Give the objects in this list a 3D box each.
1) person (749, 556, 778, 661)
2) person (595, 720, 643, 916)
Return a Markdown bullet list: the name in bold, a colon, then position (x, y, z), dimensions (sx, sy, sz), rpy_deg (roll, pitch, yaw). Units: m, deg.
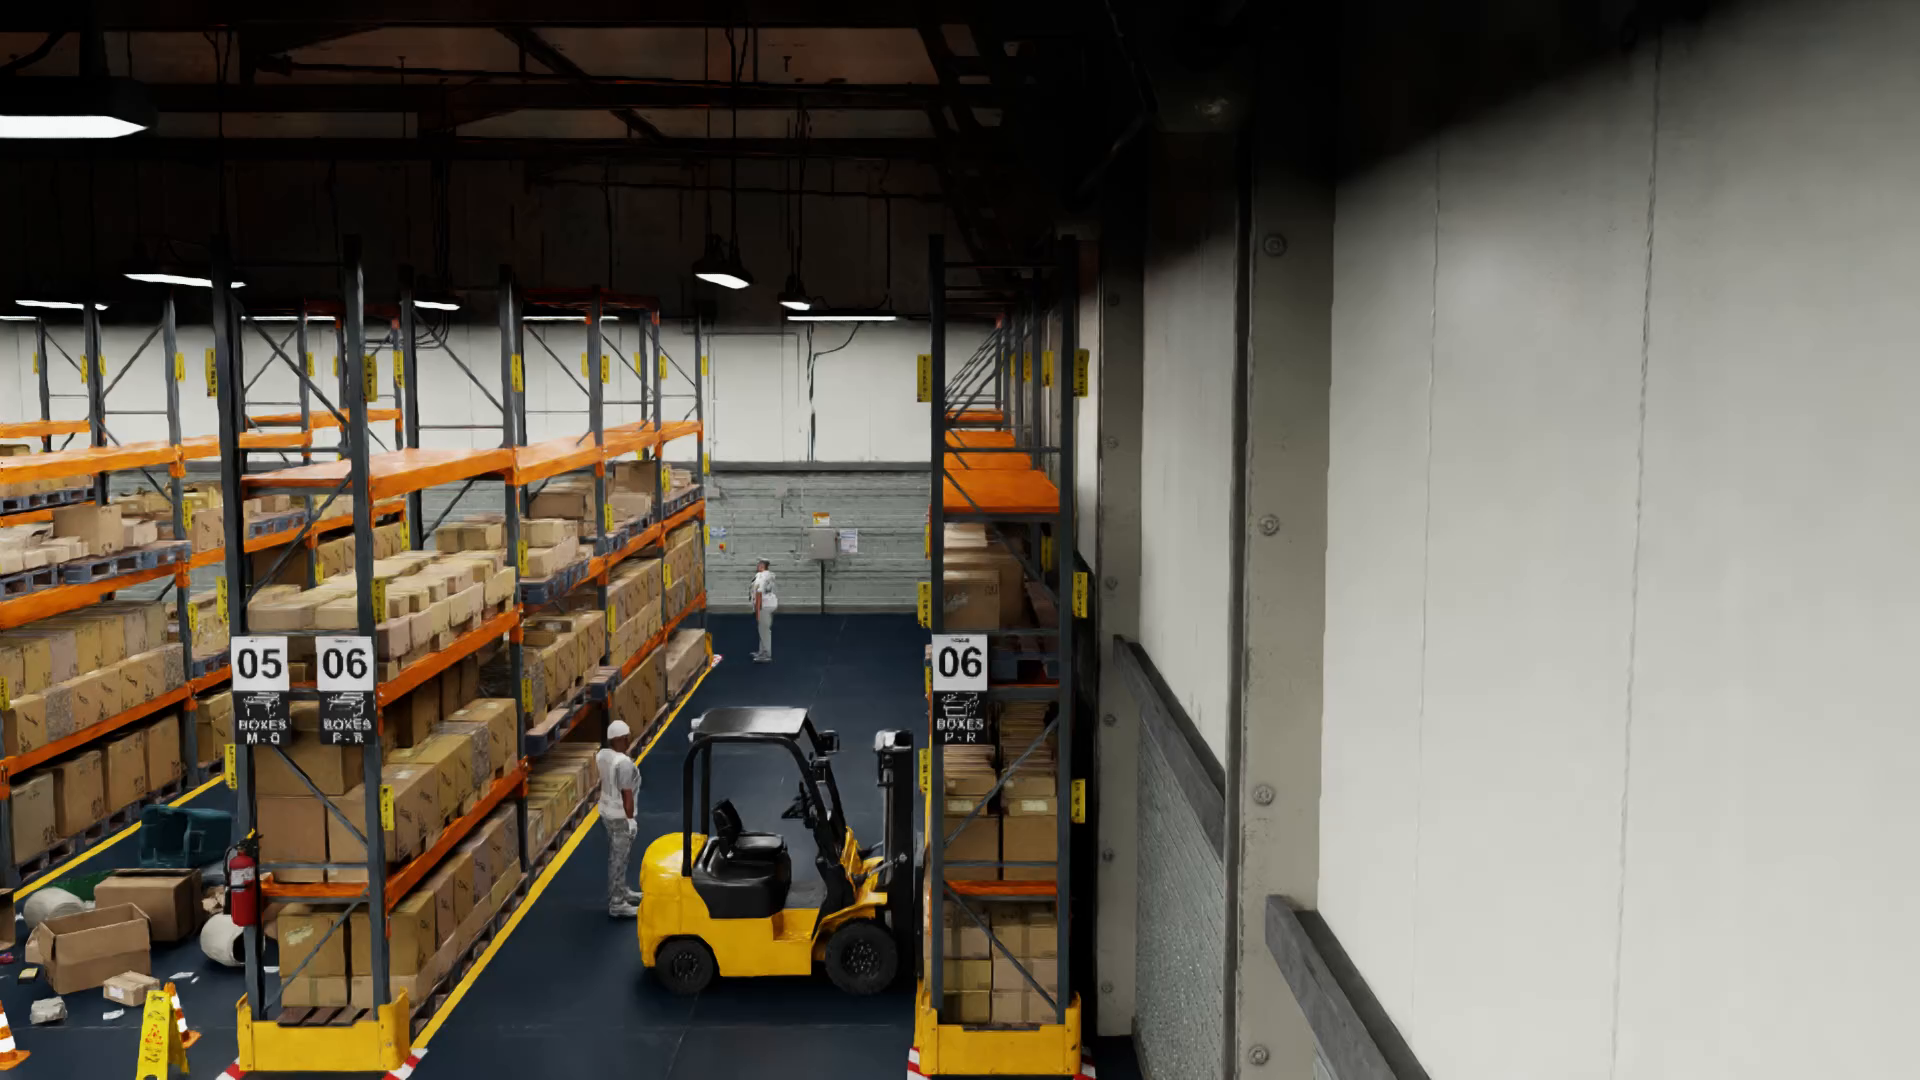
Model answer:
- **person**: position (-3.381, 1.160, 28.286), dimensions (0.503, 1.759, 0.588), rpy_deg (2, 7, 19)
- **person**: position (-3.130, 2.559, 15.492), dimensions (0.456, 1.779, 0.620), rpy_deg (-4, 7, -31)
